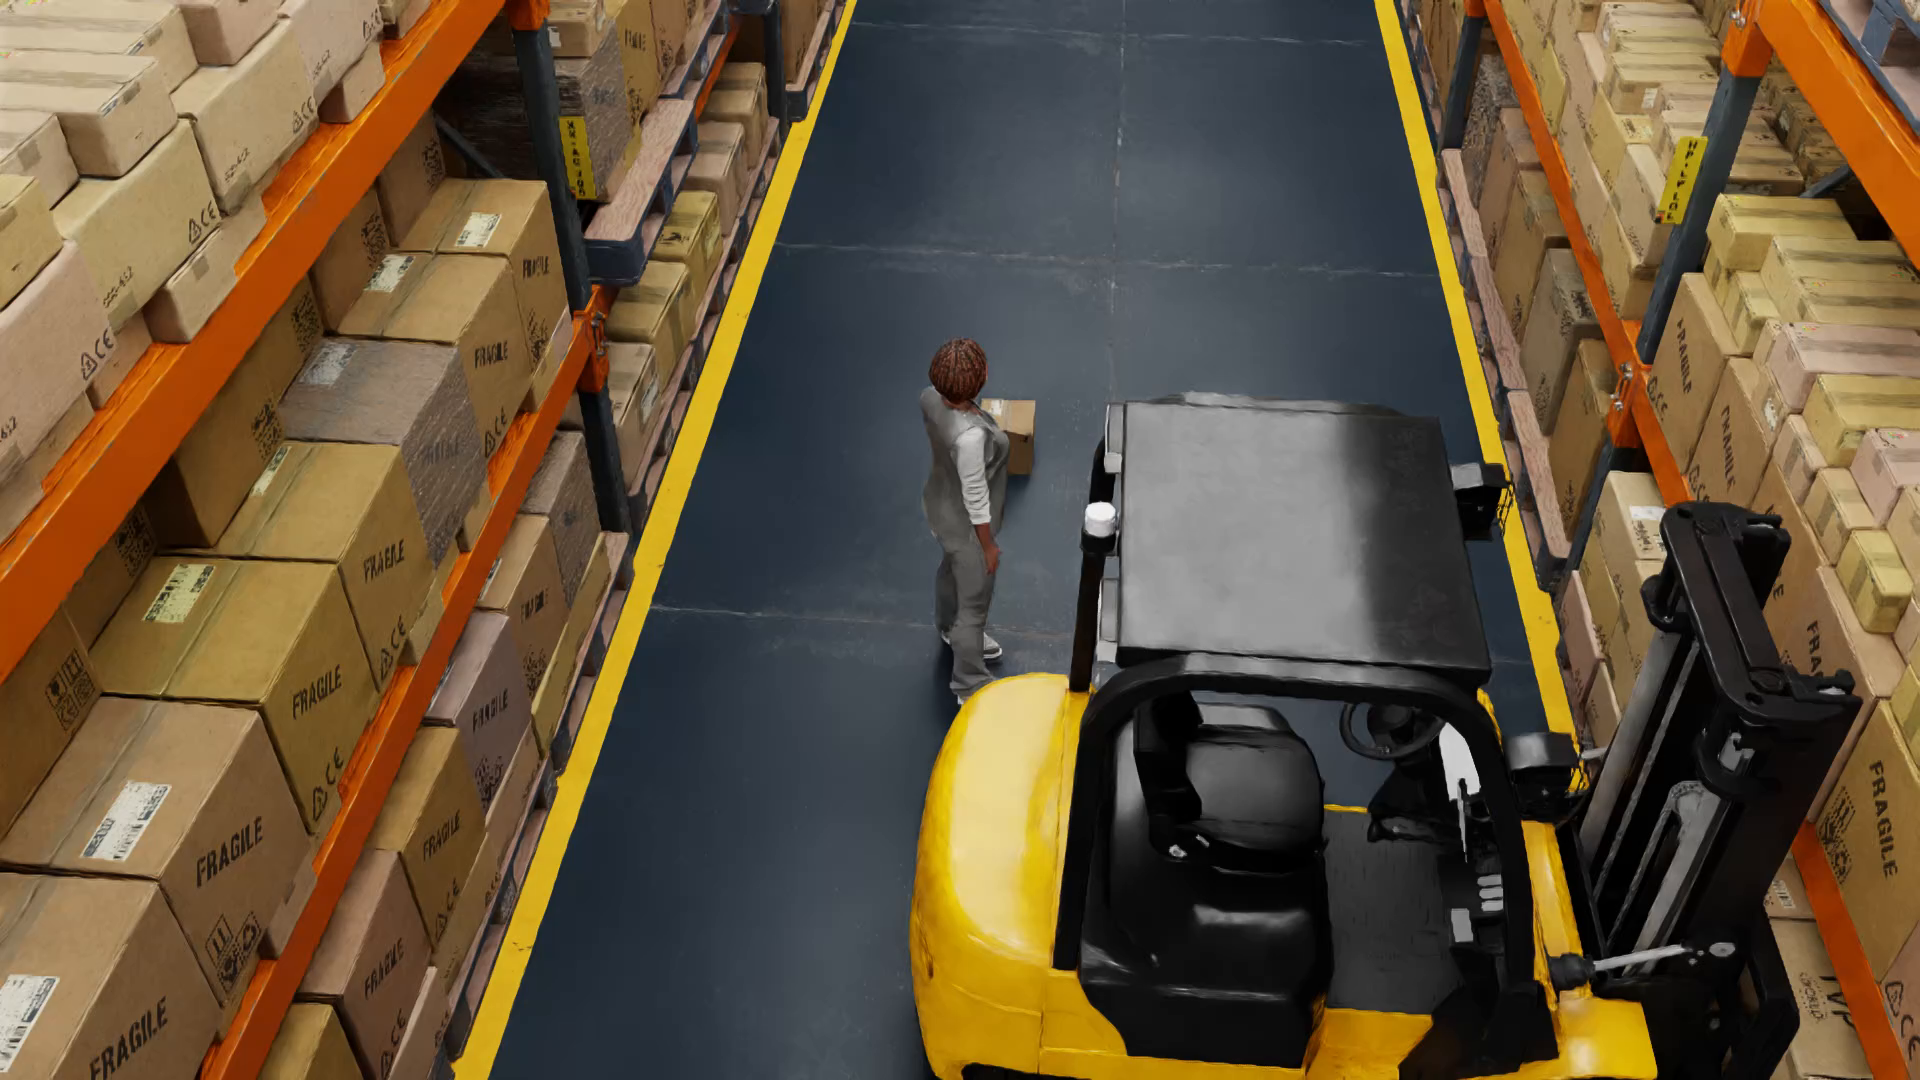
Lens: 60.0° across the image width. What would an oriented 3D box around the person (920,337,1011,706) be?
[{"bbox_3d":[0.029,-0.072,6.254,0.336,1.593,0.473,-12,42,-13],"label":"person"}]
